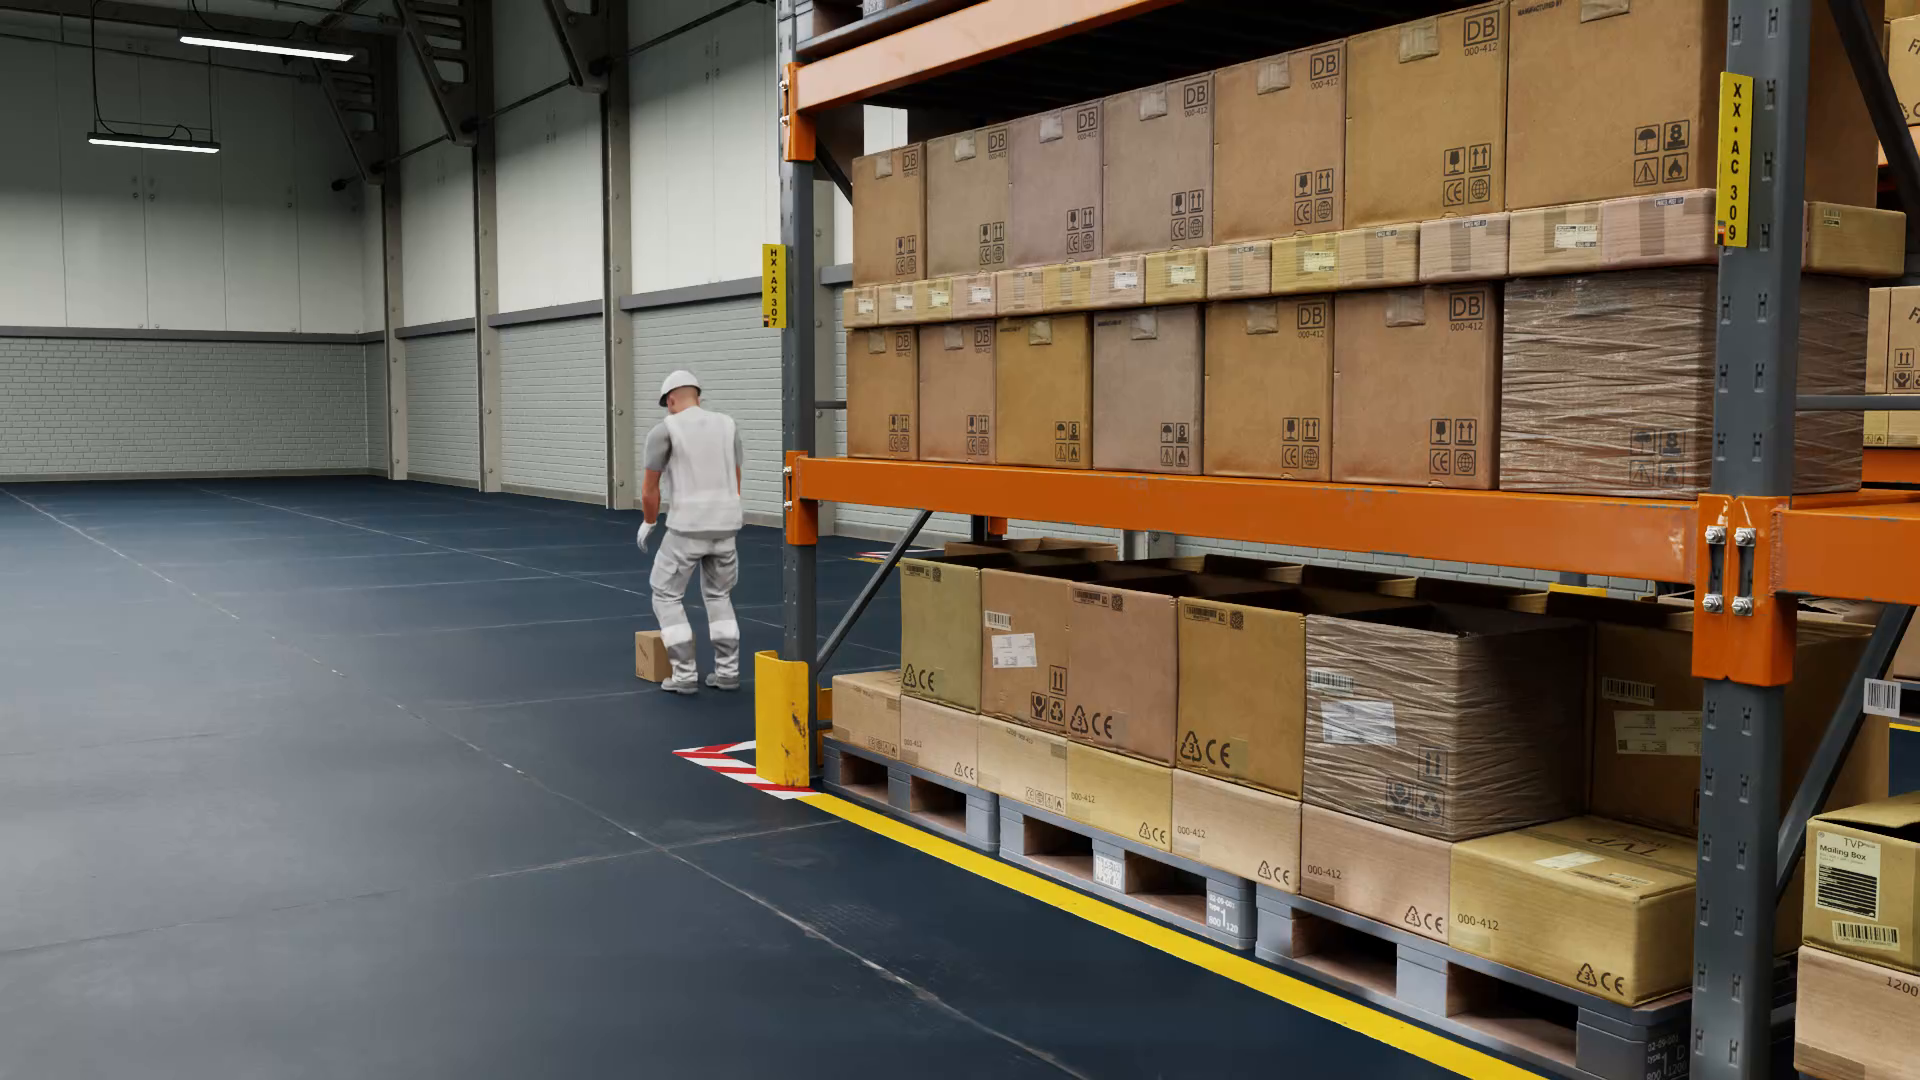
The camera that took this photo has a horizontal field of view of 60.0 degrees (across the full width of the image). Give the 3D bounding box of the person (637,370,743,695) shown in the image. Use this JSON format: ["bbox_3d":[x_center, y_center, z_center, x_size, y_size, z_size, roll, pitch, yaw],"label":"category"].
[{"bbox_3d":[-1.417,-0.048,8.787,0.554,1.698,0.516,-3,5,-32],"label":"person"}]
